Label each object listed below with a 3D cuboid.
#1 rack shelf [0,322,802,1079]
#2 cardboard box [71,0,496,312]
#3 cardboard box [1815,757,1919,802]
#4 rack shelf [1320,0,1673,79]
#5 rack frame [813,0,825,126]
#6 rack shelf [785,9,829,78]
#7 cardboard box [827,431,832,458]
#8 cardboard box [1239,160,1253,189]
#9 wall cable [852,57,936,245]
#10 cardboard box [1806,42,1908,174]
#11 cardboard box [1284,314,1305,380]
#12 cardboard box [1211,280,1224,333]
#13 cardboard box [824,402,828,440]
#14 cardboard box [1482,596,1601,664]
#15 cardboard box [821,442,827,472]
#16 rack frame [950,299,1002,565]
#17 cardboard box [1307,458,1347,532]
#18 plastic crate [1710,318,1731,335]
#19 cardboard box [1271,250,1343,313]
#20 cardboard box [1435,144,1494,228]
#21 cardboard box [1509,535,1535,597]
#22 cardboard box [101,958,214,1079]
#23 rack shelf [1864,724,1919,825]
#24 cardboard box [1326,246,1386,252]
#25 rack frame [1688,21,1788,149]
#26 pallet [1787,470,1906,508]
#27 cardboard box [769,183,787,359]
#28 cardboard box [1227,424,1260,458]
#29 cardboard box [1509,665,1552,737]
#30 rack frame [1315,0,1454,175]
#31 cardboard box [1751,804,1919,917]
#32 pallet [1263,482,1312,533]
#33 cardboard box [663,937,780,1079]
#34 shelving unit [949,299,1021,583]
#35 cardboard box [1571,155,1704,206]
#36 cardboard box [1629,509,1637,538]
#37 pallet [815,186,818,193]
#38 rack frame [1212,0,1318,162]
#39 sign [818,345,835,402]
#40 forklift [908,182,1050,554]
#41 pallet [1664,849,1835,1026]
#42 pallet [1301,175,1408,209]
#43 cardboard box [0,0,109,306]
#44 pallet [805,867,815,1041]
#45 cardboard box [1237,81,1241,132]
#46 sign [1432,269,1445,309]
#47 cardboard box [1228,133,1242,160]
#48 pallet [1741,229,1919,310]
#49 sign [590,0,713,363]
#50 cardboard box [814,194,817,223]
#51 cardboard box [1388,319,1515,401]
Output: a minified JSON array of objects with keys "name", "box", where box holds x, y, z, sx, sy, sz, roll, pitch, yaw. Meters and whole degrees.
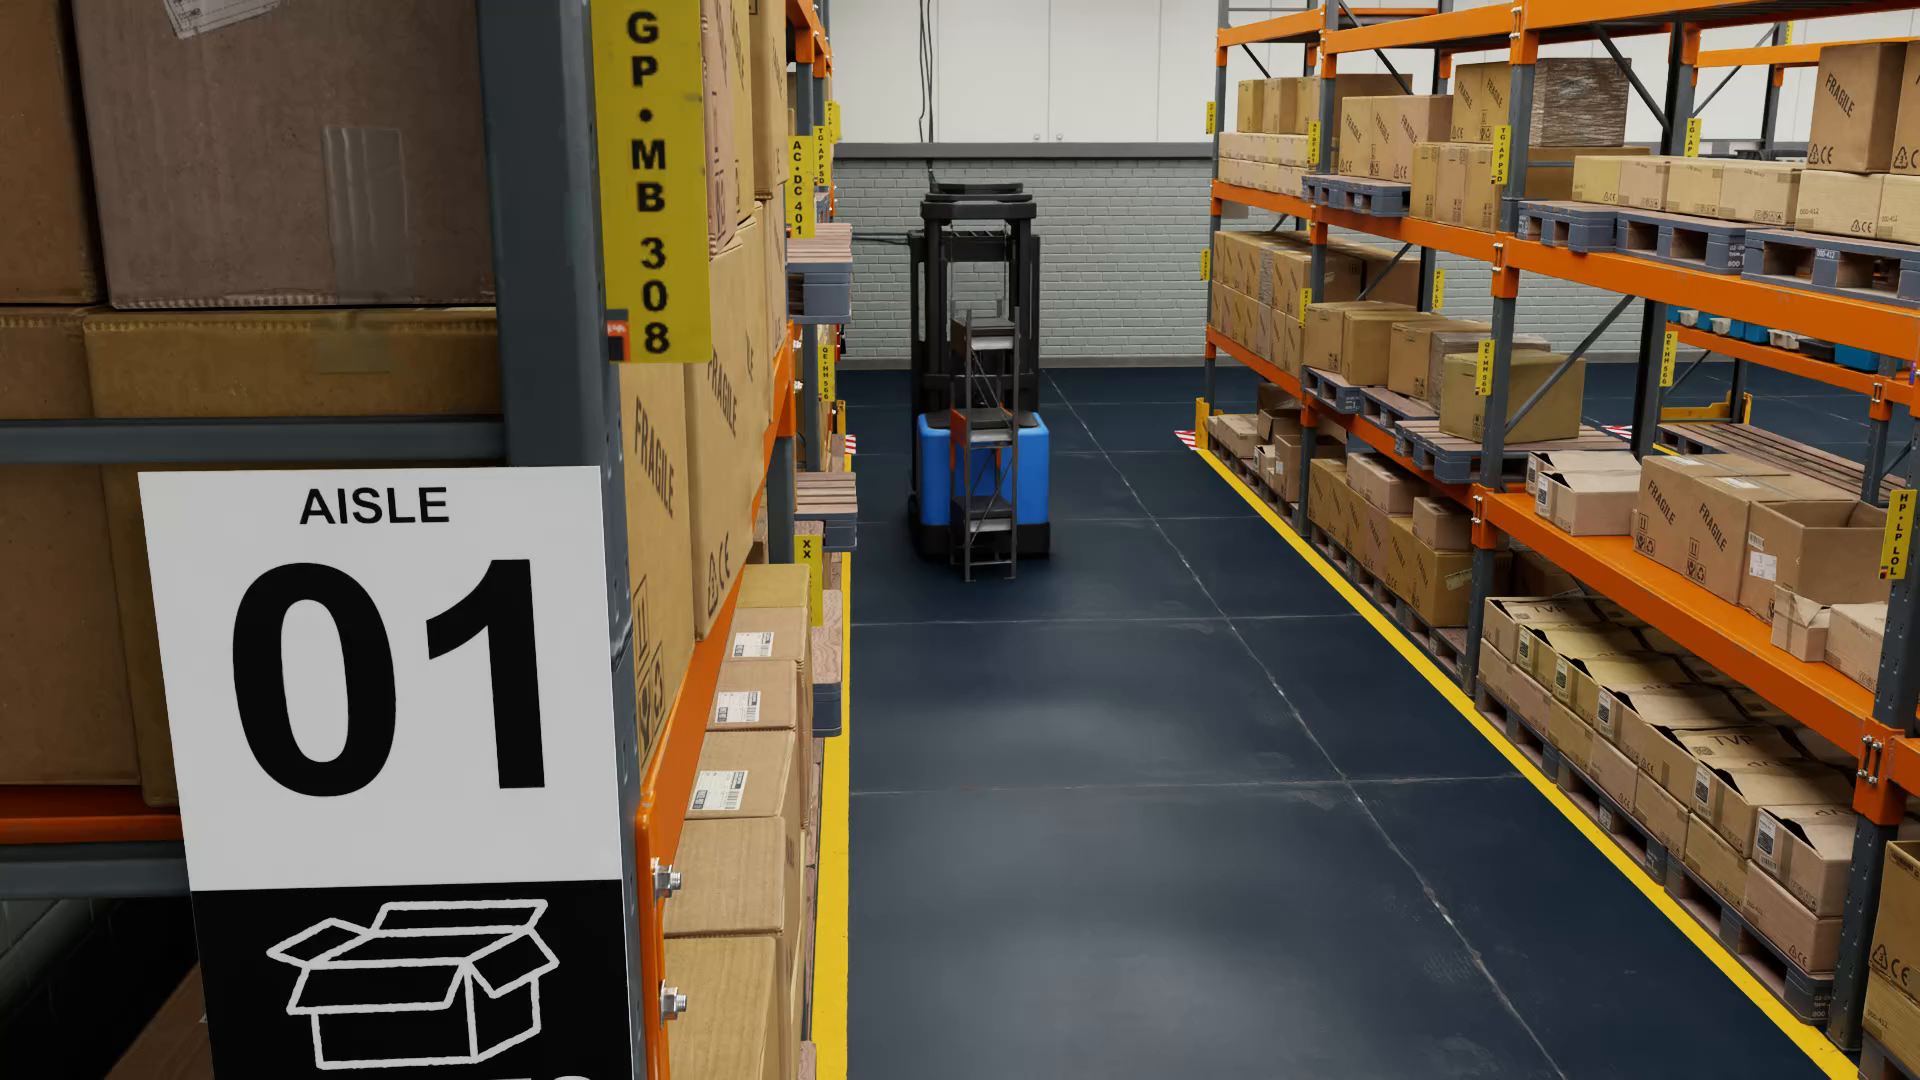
[{"name":"rack shelf","box":[-0.941,-0.036,3.571,1.077,0.370,4.000,-1,14,-3]},{"name":"cardboard box","box":[-0.599,-0.529,1.796,0.500,0.500,0.500,-2,15,-7]},{"name":"cardboard box","box":[4.076,1.119,7.208,0.500,0.311,0.500,-1,14,-4]},{"name":"rack shelf","box":[3.507,-3.362,11.281,1.077,0.370,4.000,-1,14,-3]},{"name":"rack frame","box":[-1.560,-4.324,12.774,1.000,3.000,0.127,-1,14,-3]},{"name":"rack shelf","box":[-1.437,-3.285,10.980,1.077,0.370,4.000,-1,14,-3]},{"name":"cardboard box","box":[-1.390,-0.422,13.116,0.750,0.750,0.750,-1,14,-3]},{"name":"cardboard box","box":[2.964,-3.491,15.854,0.500,0.250,0.500,-1,14,-3]},{"name":"wall cable","box":[-1.802,-5.227,22.515,3.097,2.526,0.112,-1,14,-3]},{"name":"cardboard box","box":[3.822,-1.749,6.736,0.500,0.500,0.500,1,14,2]},{"name":"cardboard box","box":[3.096,-1.665,14.277,0.500,0.500,0.500,-1,14,-3]},{"name":"cardboard box","box":[2.900,-2.425,17.231,0.500,0.500,0.500,-1,14,-2]},{"name":"cardboard box","box":[-1.110,-0.881,10.594,0.500,0.500,0.500,0,14,-2]},{"name":"cardboard box","box":[3.371,0.490,9.652,0.500,0.311,0.500,0,14,-2]},{"name":"cardboard box","box":[-1.041,-0.528,10.522,0.380,0.149,0.250,0,14,-2]},{"name":"rack frame","box":[0.120,-0.825,12.982,0.400,2.100,0.015,-4,16,-14]},{"name":"cardboard box","box":[3.170,-0.375,13.596,0.500,0.500,0.500,-2,15,-6]},{"name":"plastic crate","box":[7.746,-2.152,16.778,0.250,0.136,0.298,-1,14,-3]},{"name":"cardboard box","box":[3.059,-2.278,14.653,0.500,0.500,0.500,-1,14,-5]},{"name":"cardboard box","box":[3.539,-2.237,10.482,0.910,0.500,0.500,-1,14,-3]},{"name":"cardboard box","box":[3.850,0.248,11.175,0.500,0.500,0.500,-1,14,-5]},{"name":"cardboard box","box":[-1.080,1.026,2.775,0.500,0.500,0.500,-1,14,-3]},{"name":"rack shelf","box":[4.003,1.339,4.246,1.077,0.370,4.000,-1,14,-3]},{"name":"cardboard box","box":[3.571,-2.407,15.153,0.500,0.500,0.500,-1,14,-5]},{"name":"rack frame","box":[8.080,-5.472,17.234,1.000,3.000,0.127,-1,14,-3]},{"name":"pallet","box":[8.243,-0.404,15.172,1.003,0.211,1.213,-1,14,-3]},{"name":"cardboard box","box":[-0.787,-0.818,4.924,0.500,0.500,0.500,0,14,-2]},{"name":"cardboard box","box":[2.948,-0.984,16.467,0.500,0.250,0.500,-1,14,-3]},{"name":"cardboard box","box":[3.403,0.887,9.236,0.500,0.250,0.500,-1,14,-5]},{"name":"rack frame","box":[3.383,-4.402,13.074,1.000,3.000,0.127,-1,14,-3]},{"name":"cardboard box","box":[3.568,1.254,6.684,0.500,0.311,0.500,-1,14,-3]},{"name":"pallet","box":[3.342,-0.317,14.833,1.003,0.211,1.213,-1,14,-3]},{"name":"cardboard box","box":[-0.567,1.019,2.803,0.500,0.500,0.500,-1,14,-3]},{"name":"shelving unit","box":[0.179,-0.762,12.754,0.431,2.100,0.503,-4,16,-14]},{"name":"cardboard box","box":[3.716,-1.973,9.113,0.500,0.250,0.500,-2,15,-8]},{"name":"cardboard box","box":[3.767,-0.064,8.758,0.380,0.149,0.250,0,14,1]},{"name":"pallet","box":[-1.478,-2.223,11.005,1.003,0.211,1.213,0,14,-1]},{"name":"rack frame","box":[3.136,-5.396,16.941,1.000,3.000,0.127,-1,14,-3]},{"name":"sign","box":[-0.772,-0.957,9.562,0.100,0.325,0.005,-1,14,-3]},{"name":"forklift","box":[0.111,-1.617,14.429,1.130,2.935,3.031,-1,14,-4]},{"name":"pallet","box":[3.795,1.661,7.147,1.003,0.211,1.213,-1,14,-3]},{"name":"pallet","box":[3.354,-2.695,12.837,1.213,0.211,1.003,-1,14,-3]},{"name":"cardboard box","box":[-1.105,-0.533,1.810,0.500,0.500,0.500,0,14,-1]},{"name":"pallet","box":[-1.115,1.728,6.888,1.003,0.211,1.213,-1,14,-3]},{"name":"cardboard box","box":[3.184,-4.349,16.682,0.700,0.500,0.500,-1,14,-3]},{"name":"sign","box":[3.937,-2.066,13.715,0.100,0.325,0.005,-1,14,-3]},{"name":"cardboard box","box":[2.932,-3.857,16.275,0.500,0.250,0.500,-1,14,-3]},{"name":"pallet","box":[3.812,-1.086,6.591,0.805,0.209,1.217,-1,15,-6]},{"name":"sign","box":[-0.275,-0.319,1.472,0.100,0.325,0.005,-1,14,-3]},{"name":"cardboard box","box":[-0.999,-1.668,8.610,0.500,0.311,0.500,-1,14,-3]},{"name":"cardboard box","box":[3.555,-1.310,12.053,0.700,0.500,0.500,-5,15,-18]}]
